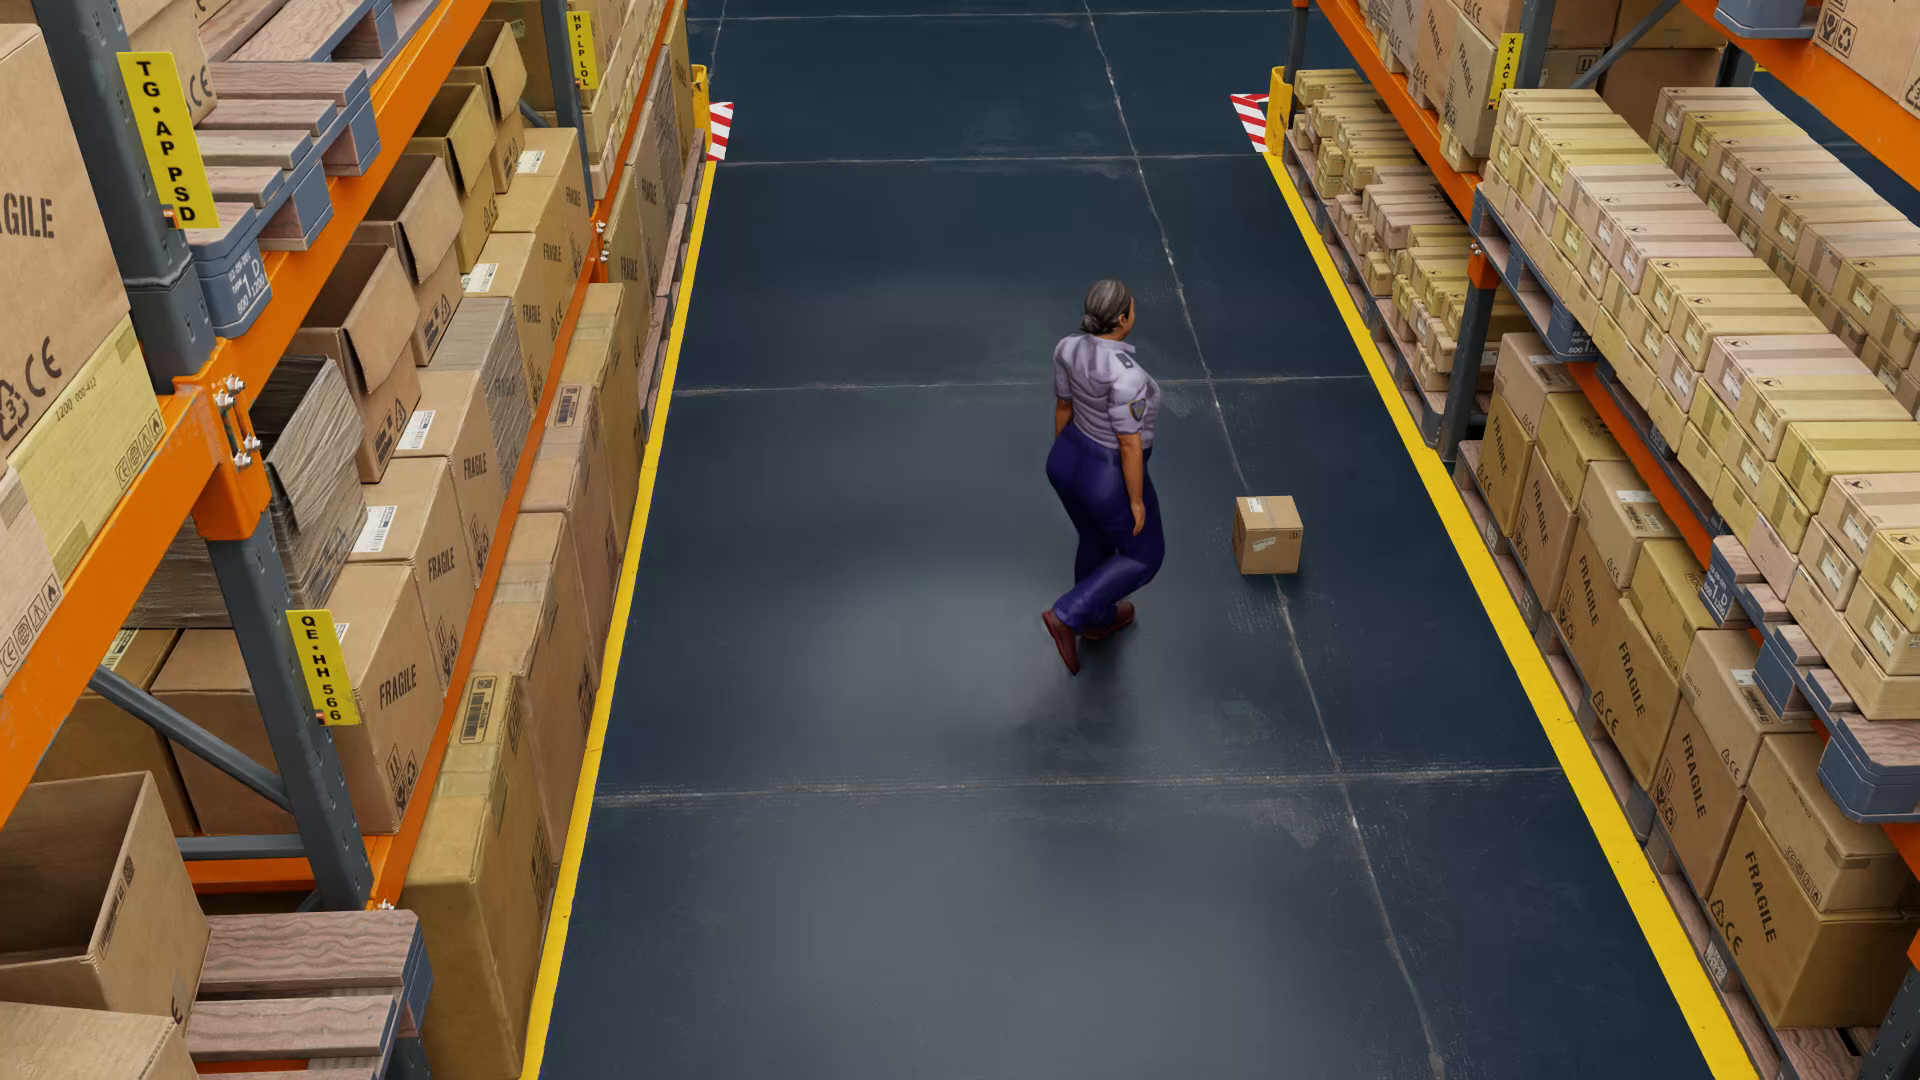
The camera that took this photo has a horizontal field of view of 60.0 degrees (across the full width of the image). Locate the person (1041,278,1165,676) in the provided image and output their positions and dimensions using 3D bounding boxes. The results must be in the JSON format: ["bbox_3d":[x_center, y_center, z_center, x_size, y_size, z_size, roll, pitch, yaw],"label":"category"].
[{"bbox_3d":[0.524,-0.236,6.463,0.606,1.633,0.523,-25,43,-31],"label":"person"}]
